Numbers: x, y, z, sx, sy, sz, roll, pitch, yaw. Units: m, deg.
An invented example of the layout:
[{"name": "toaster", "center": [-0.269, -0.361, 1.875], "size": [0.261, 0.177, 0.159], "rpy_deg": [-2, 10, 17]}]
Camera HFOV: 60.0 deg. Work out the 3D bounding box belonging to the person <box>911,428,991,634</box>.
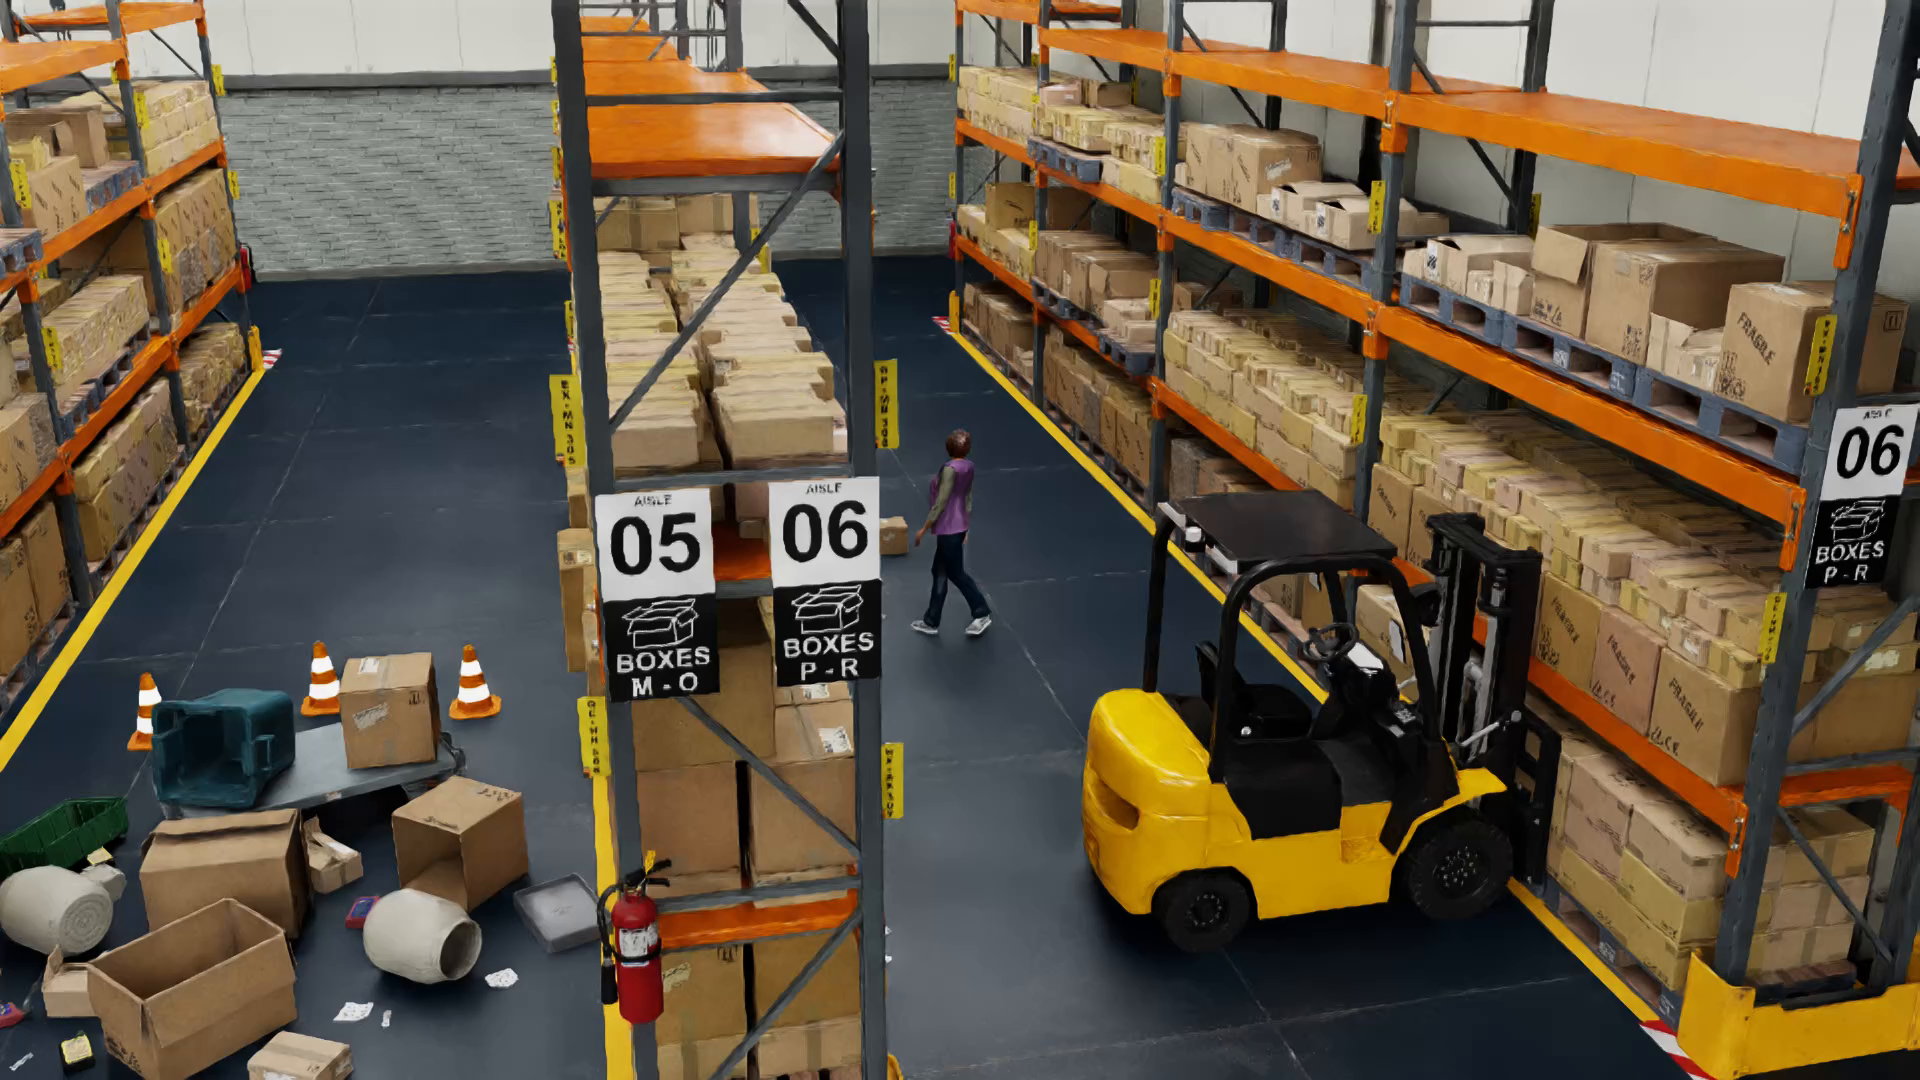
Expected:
[{"name": "person", "center": [-0.062, -0.042, 12.555], "size": [0.613, 1.522, 0.467], "rpy_deg": [4, 20, 10]}]
